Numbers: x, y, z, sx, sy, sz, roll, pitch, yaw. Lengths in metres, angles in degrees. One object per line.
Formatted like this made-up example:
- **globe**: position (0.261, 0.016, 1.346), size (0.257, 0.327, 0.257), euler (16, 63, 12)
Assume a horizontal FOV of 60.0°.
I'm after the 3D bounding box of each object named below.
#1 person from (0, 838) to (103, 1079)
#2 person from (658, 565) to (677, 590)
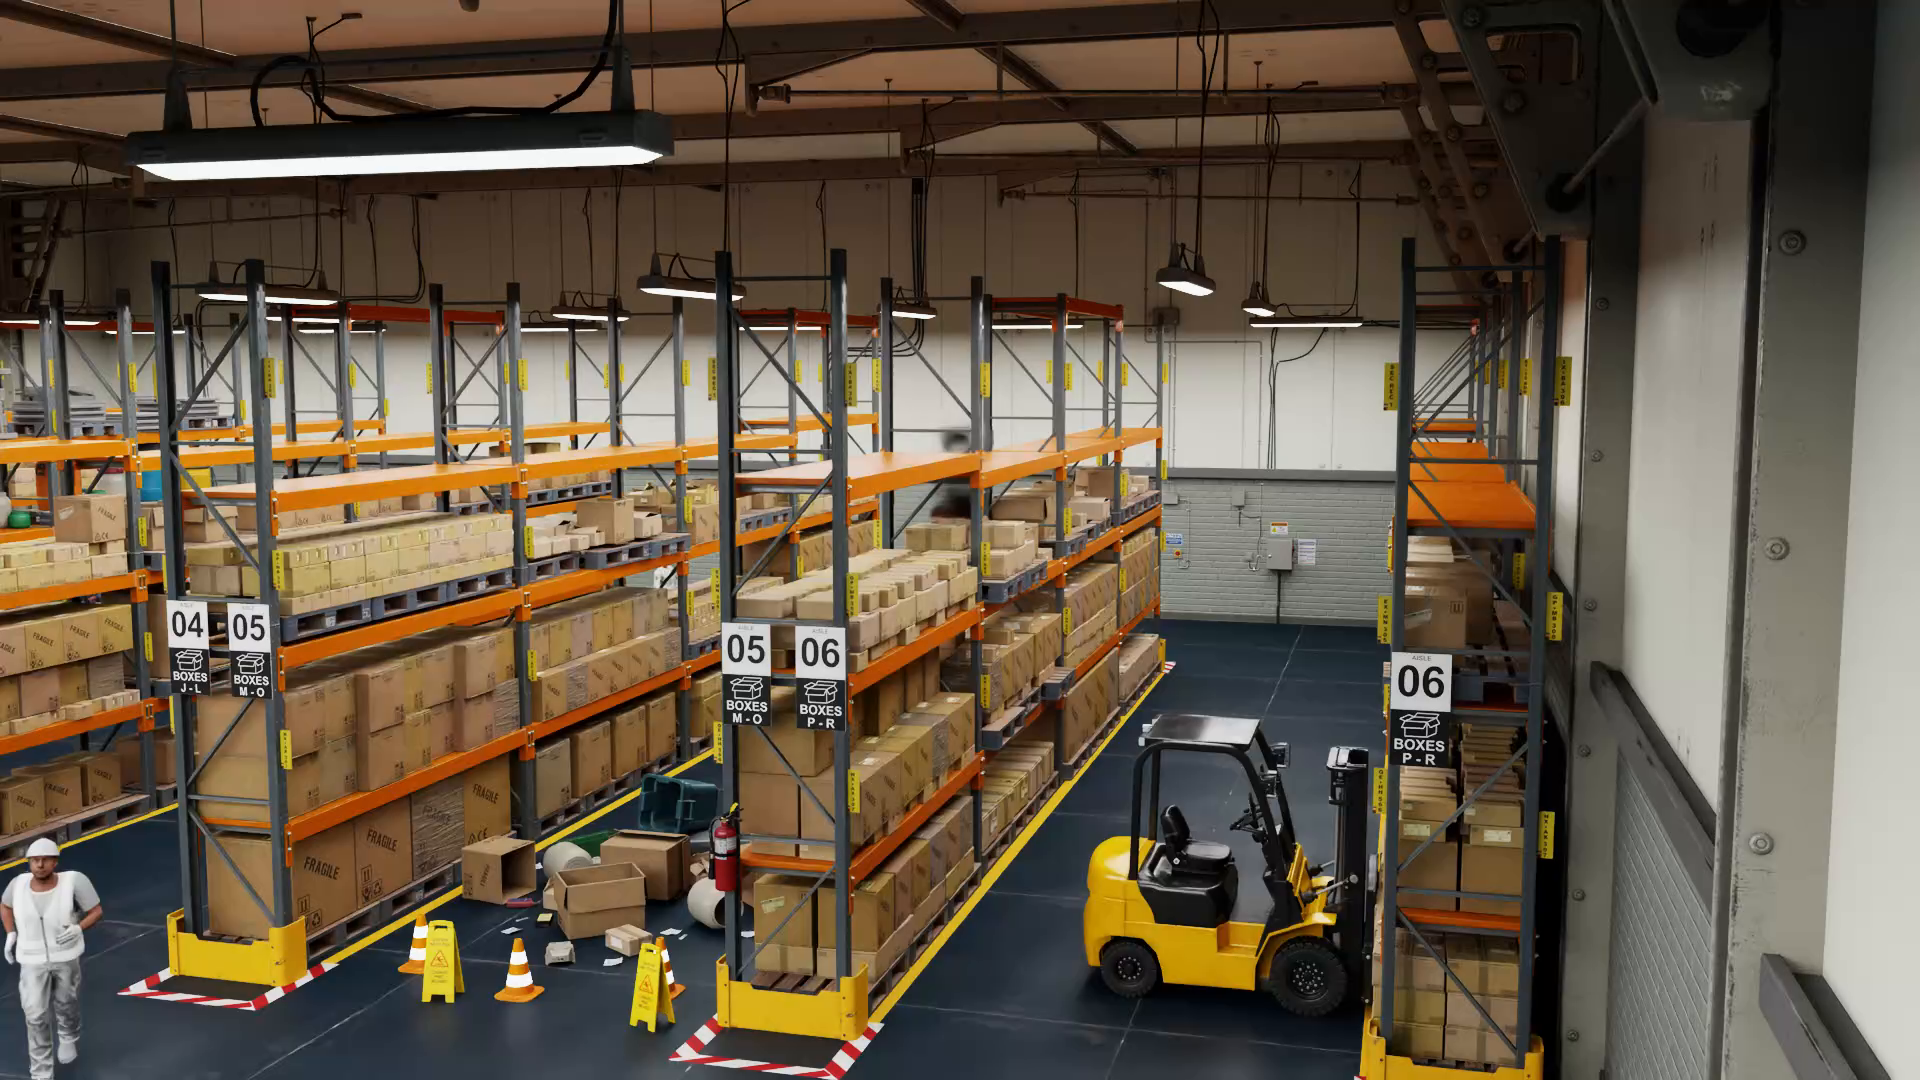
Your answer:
- **person**: position (-6.504, 3.015, 11.931), size (0.667, 1.811, 0.895), euler (-3, 7, -25)
- **person**: position (-5.381, 0.645, 30.967), size (0.504, 0.862, 0.492), euler (-3, 7, -29)
